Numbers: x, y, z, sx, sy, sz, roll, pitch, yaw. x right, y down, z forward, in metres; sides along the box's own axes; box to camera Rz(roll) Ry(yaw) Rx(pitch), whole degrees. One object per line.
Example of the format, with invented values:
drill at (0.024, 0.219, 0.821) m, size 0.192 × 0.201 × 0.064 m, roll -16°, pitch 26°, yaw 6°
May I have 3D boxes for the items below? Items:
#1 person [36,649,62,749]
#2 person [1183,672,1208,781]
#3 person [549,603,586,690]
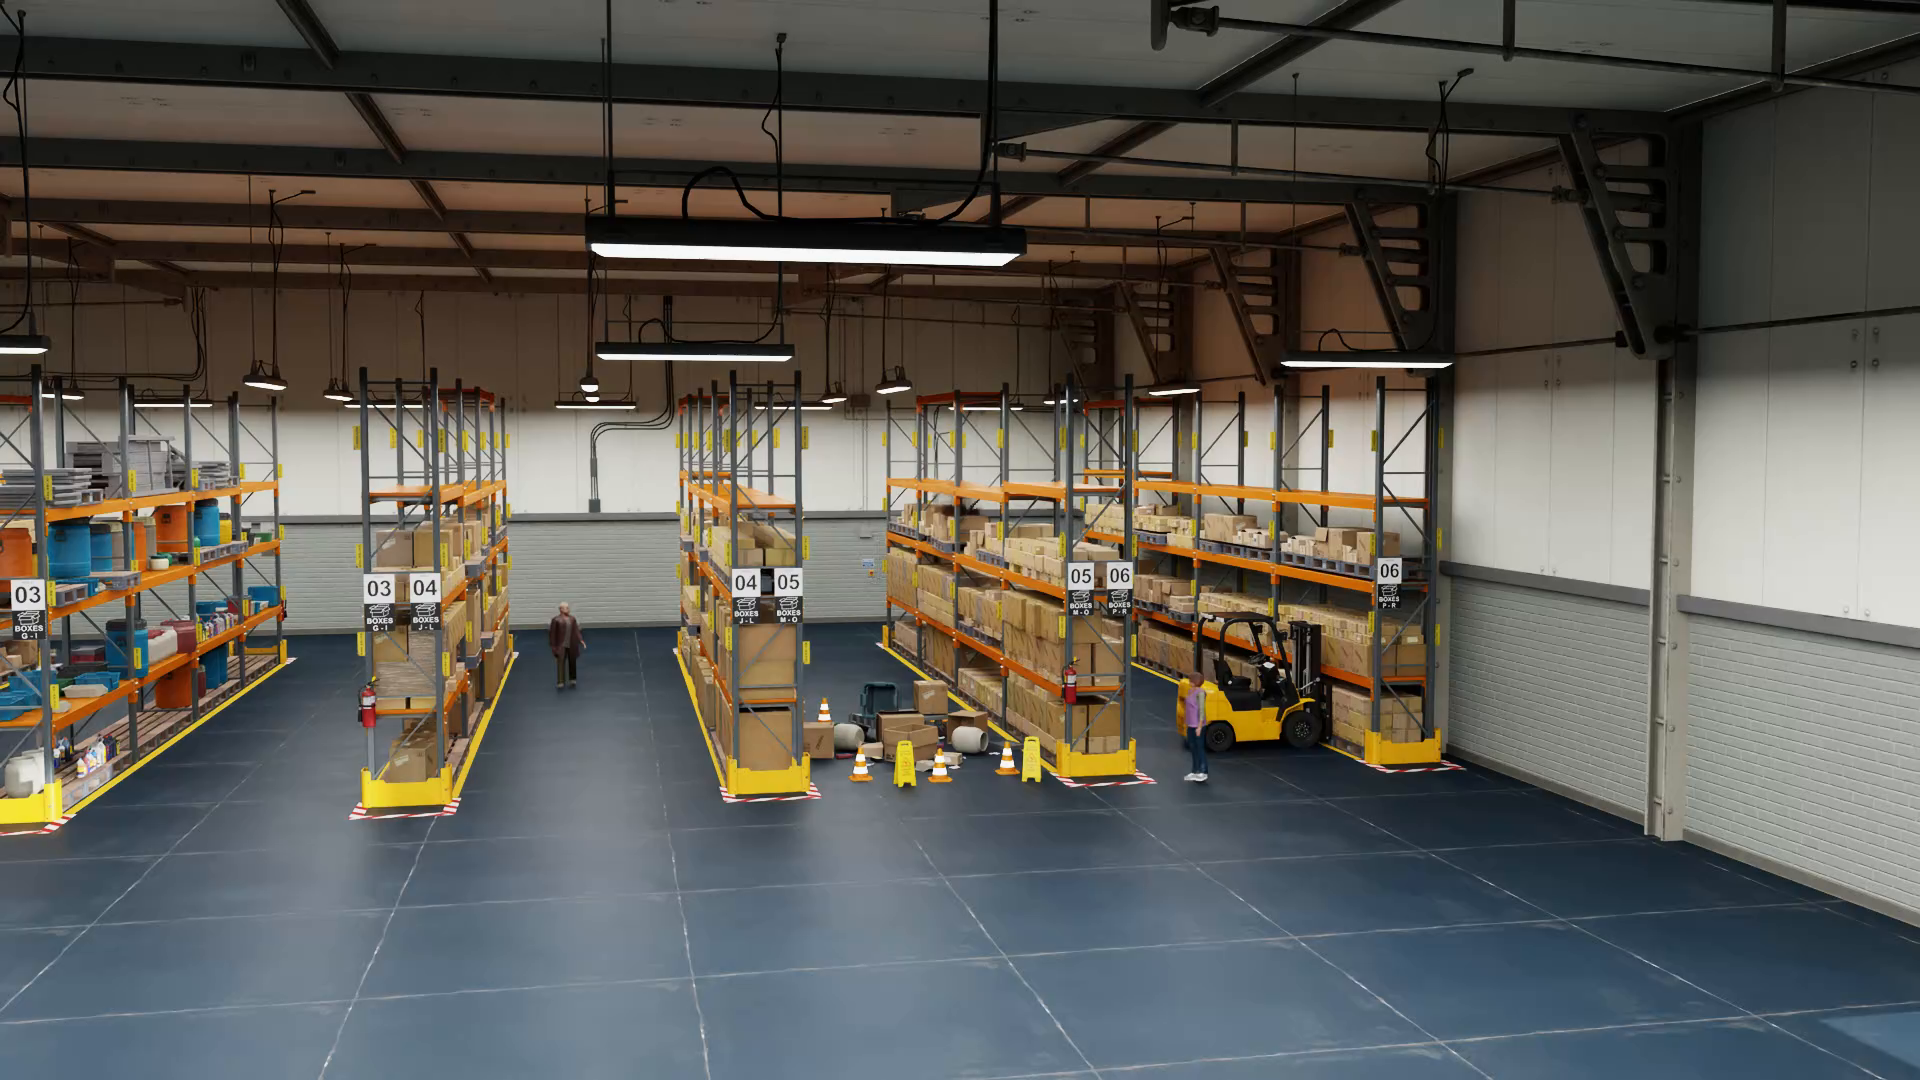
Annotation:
person at (-14.608, 2.619, 26.699) m, size 0.363 × 1.750 × 0.534 m, roll 2°, pitch 4°, yaw 29°
person at (3.486, 2.750, 24.491) m, size 0.353 × 1.622 × 0.476 m, roll -2°, pitch 4°, yaw -24°
person at (-7.912, 2.126, 33.533) m, size 0.717 × 1.723 × 1.128 m, roll -1°, pitch 3°, yaw -9°
